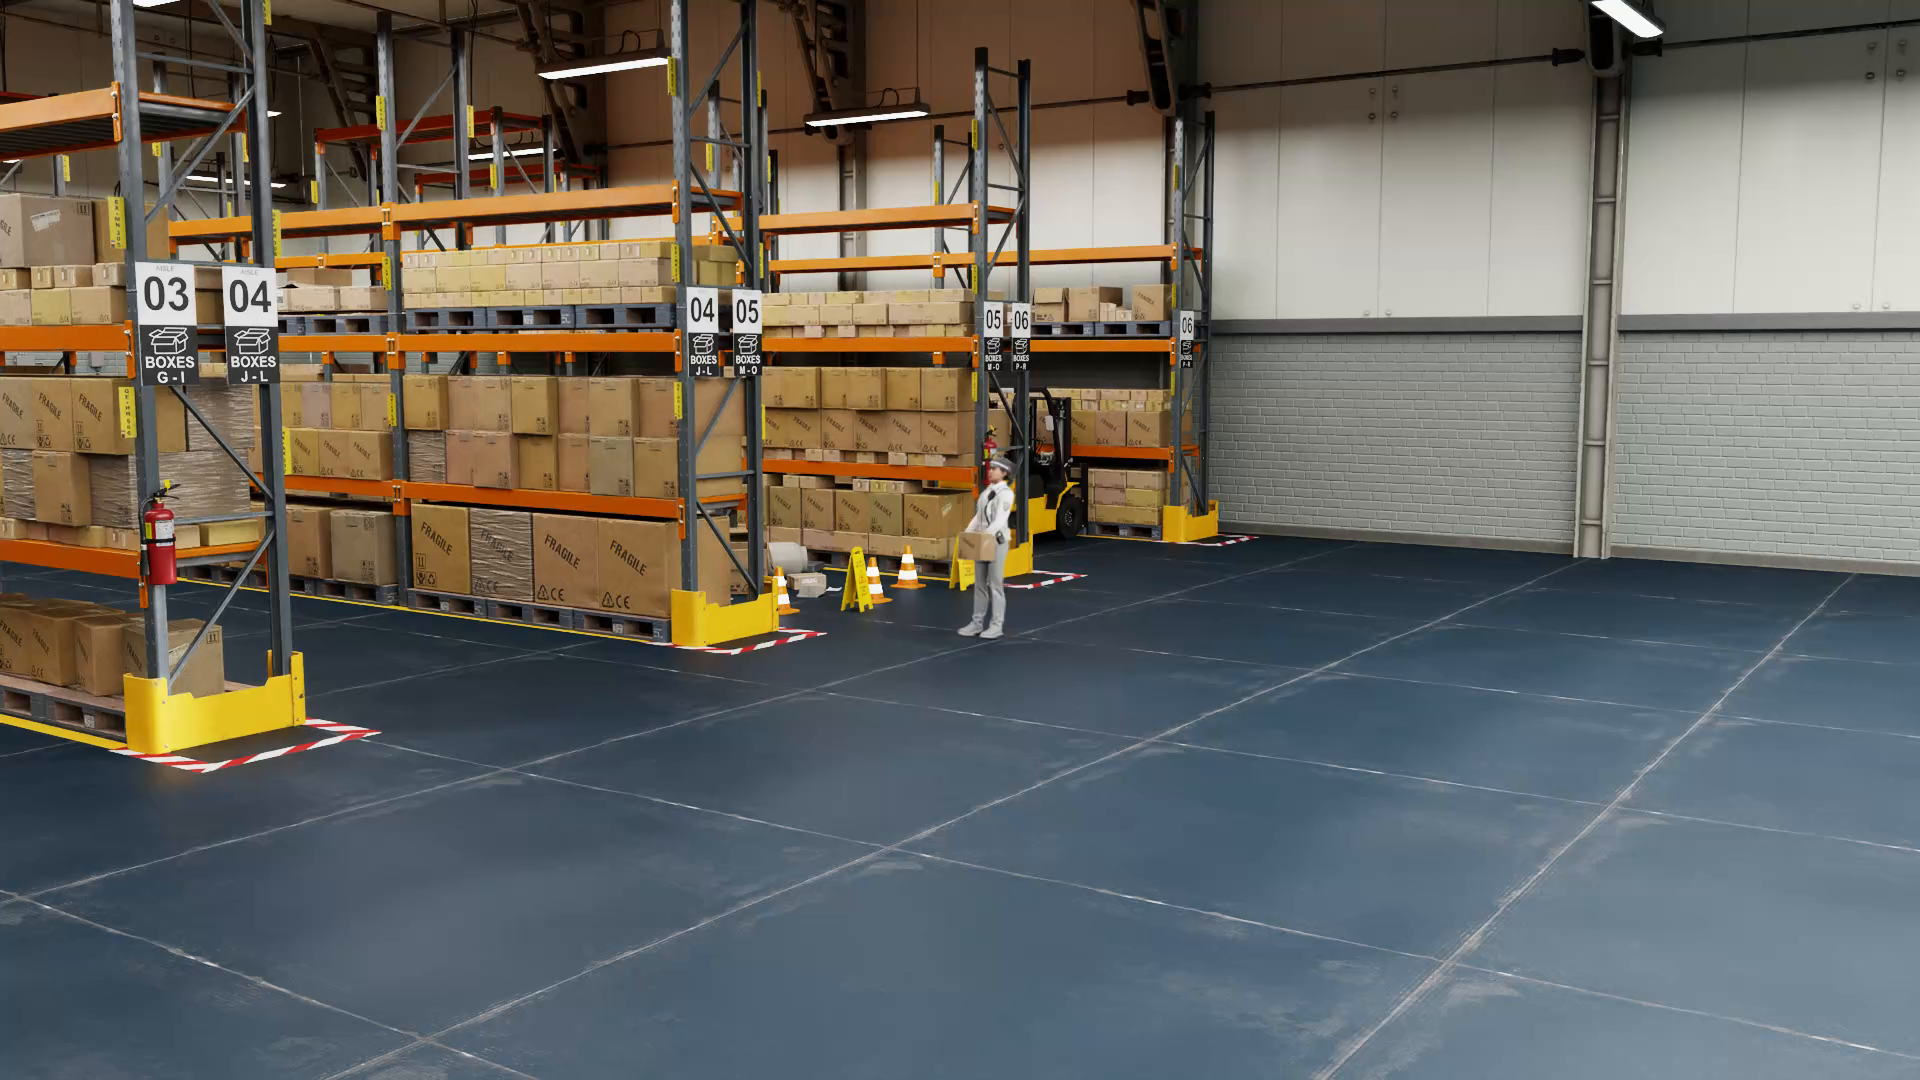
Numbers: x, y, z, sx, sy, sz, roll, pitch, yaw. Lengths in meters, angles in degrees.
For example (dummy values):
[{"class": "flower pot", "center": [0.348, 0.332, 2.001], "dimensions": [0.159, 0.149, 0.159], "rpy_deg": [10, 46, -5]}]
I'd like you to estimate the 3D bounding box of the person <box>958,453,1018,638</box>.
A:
[{"class": "person", "center": [0.279, 0.048, 15.369], "dimensions": [0.512, 1.699, 0.493], "rpy_deg": [-3, 7, -25]}]
